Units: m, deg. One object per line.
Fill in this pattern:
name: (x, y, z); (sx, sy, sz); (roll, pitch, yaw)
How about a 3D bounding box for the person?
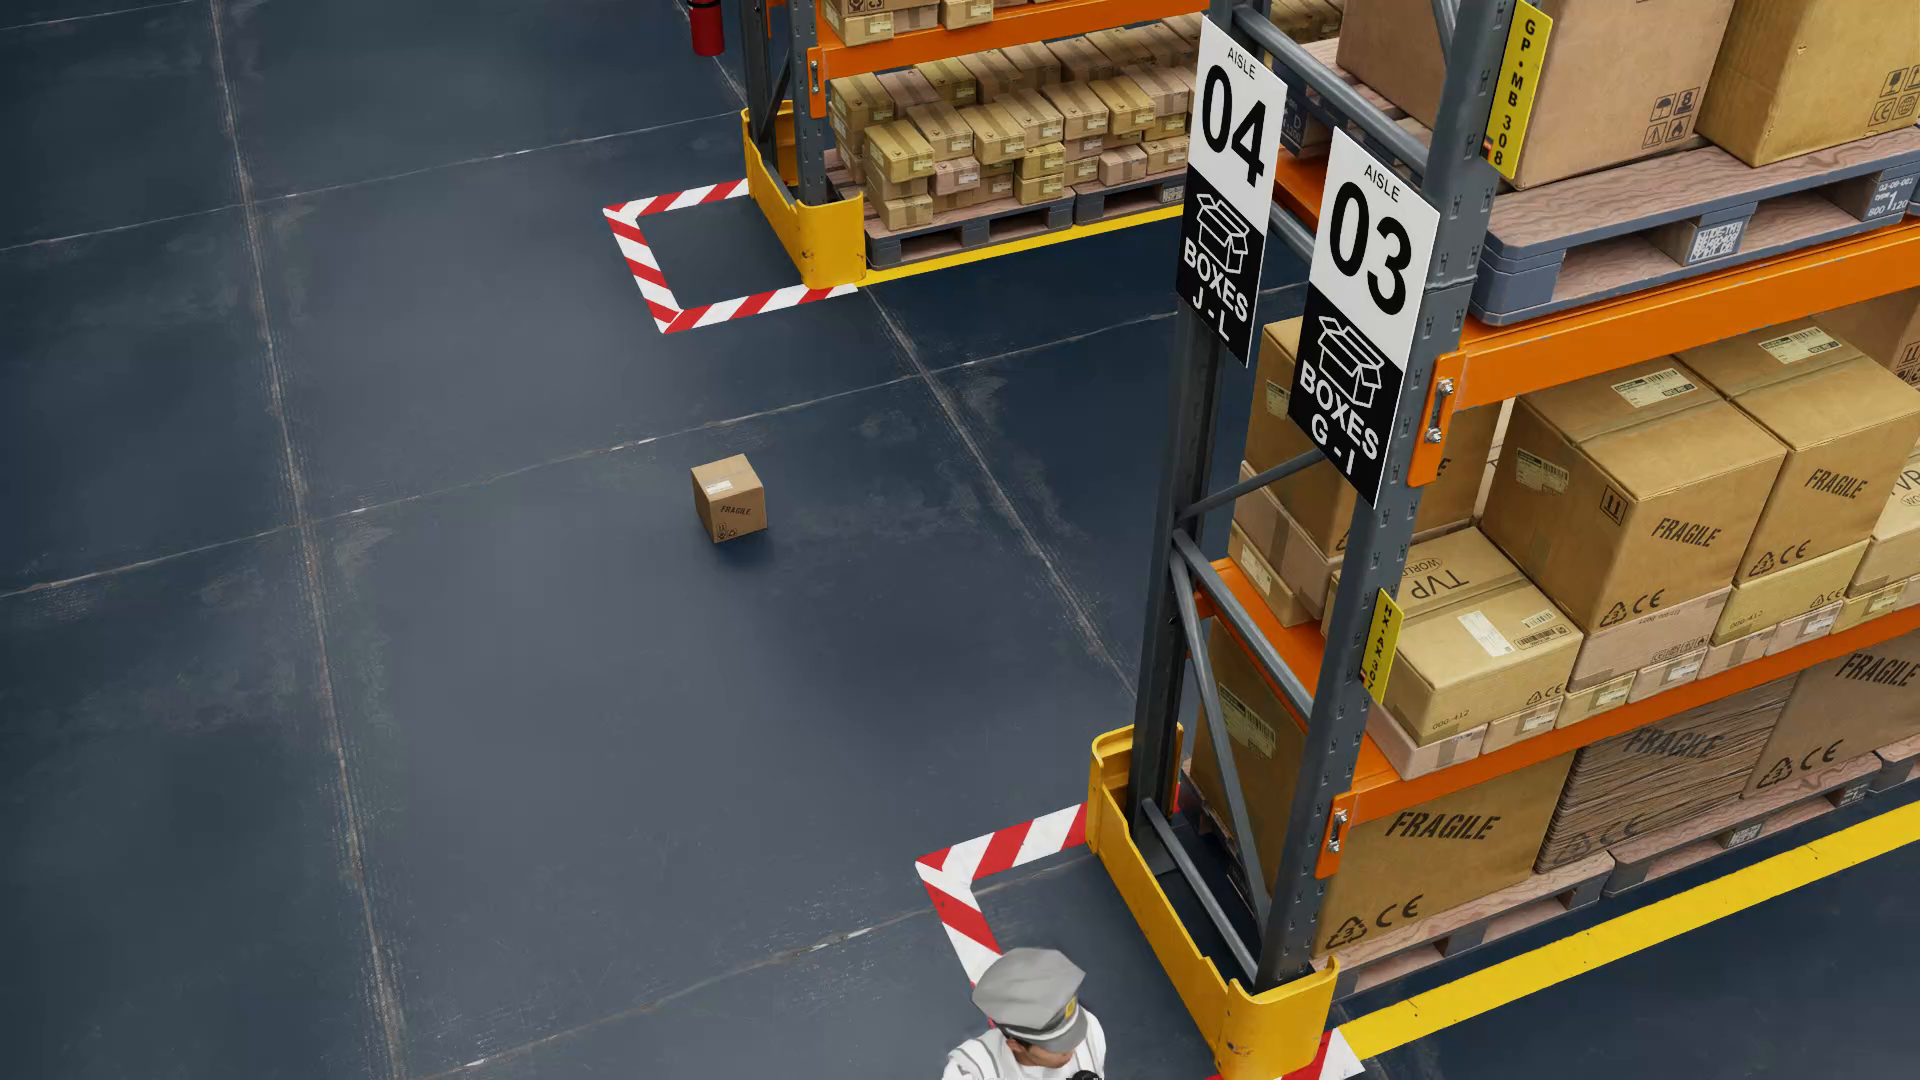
person: (0.170, 1.654, 4.300); (0.502, 1.651, 0.861); (-12, 43, -13)
